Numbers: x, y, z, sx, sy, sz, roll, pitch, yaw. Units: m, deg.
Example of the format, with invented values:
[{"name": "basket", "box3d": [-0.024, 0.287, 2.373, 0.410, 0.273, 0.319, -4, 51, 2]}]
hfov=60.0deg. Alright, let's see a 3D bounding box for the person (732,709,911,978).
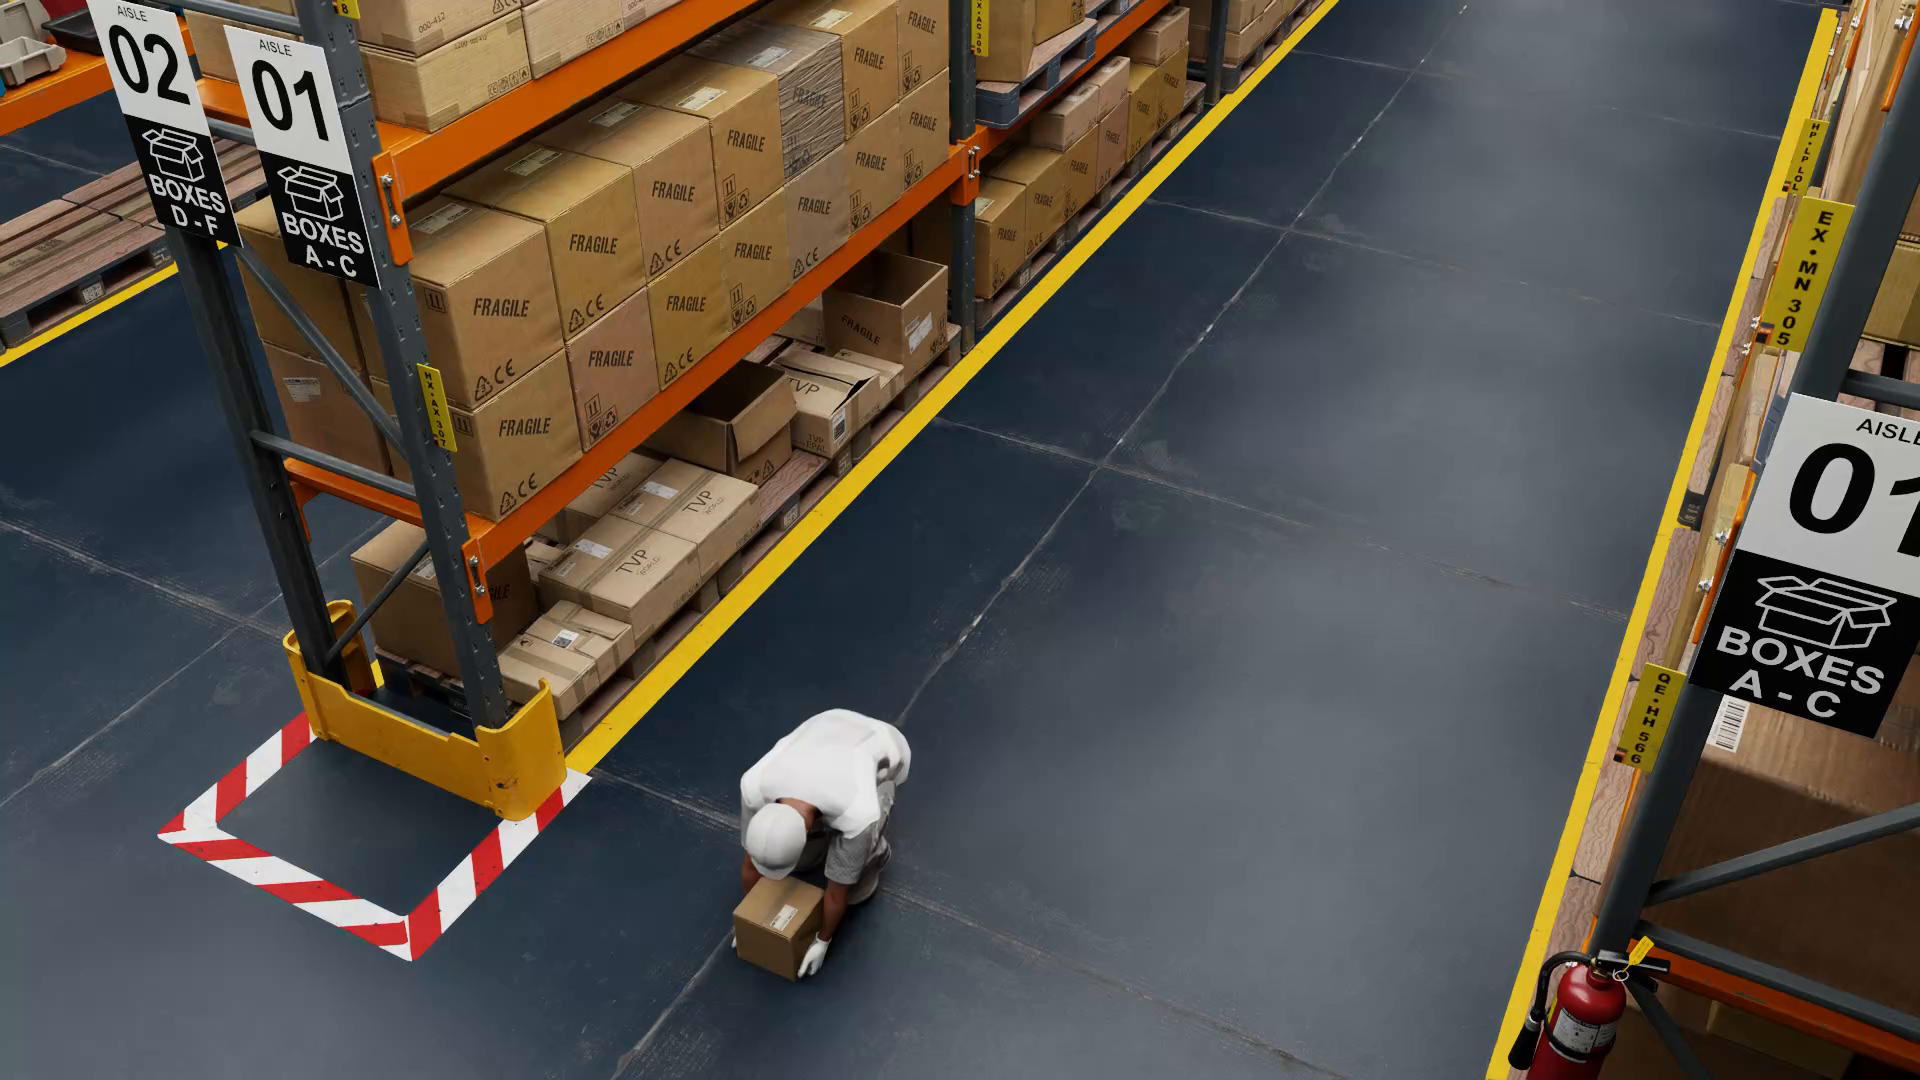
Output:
[{"name": "person", "box3d": [-0.504, 1.080, 6.217, 0.569, 0.878, 0.946, 17, 41, 21]}]
